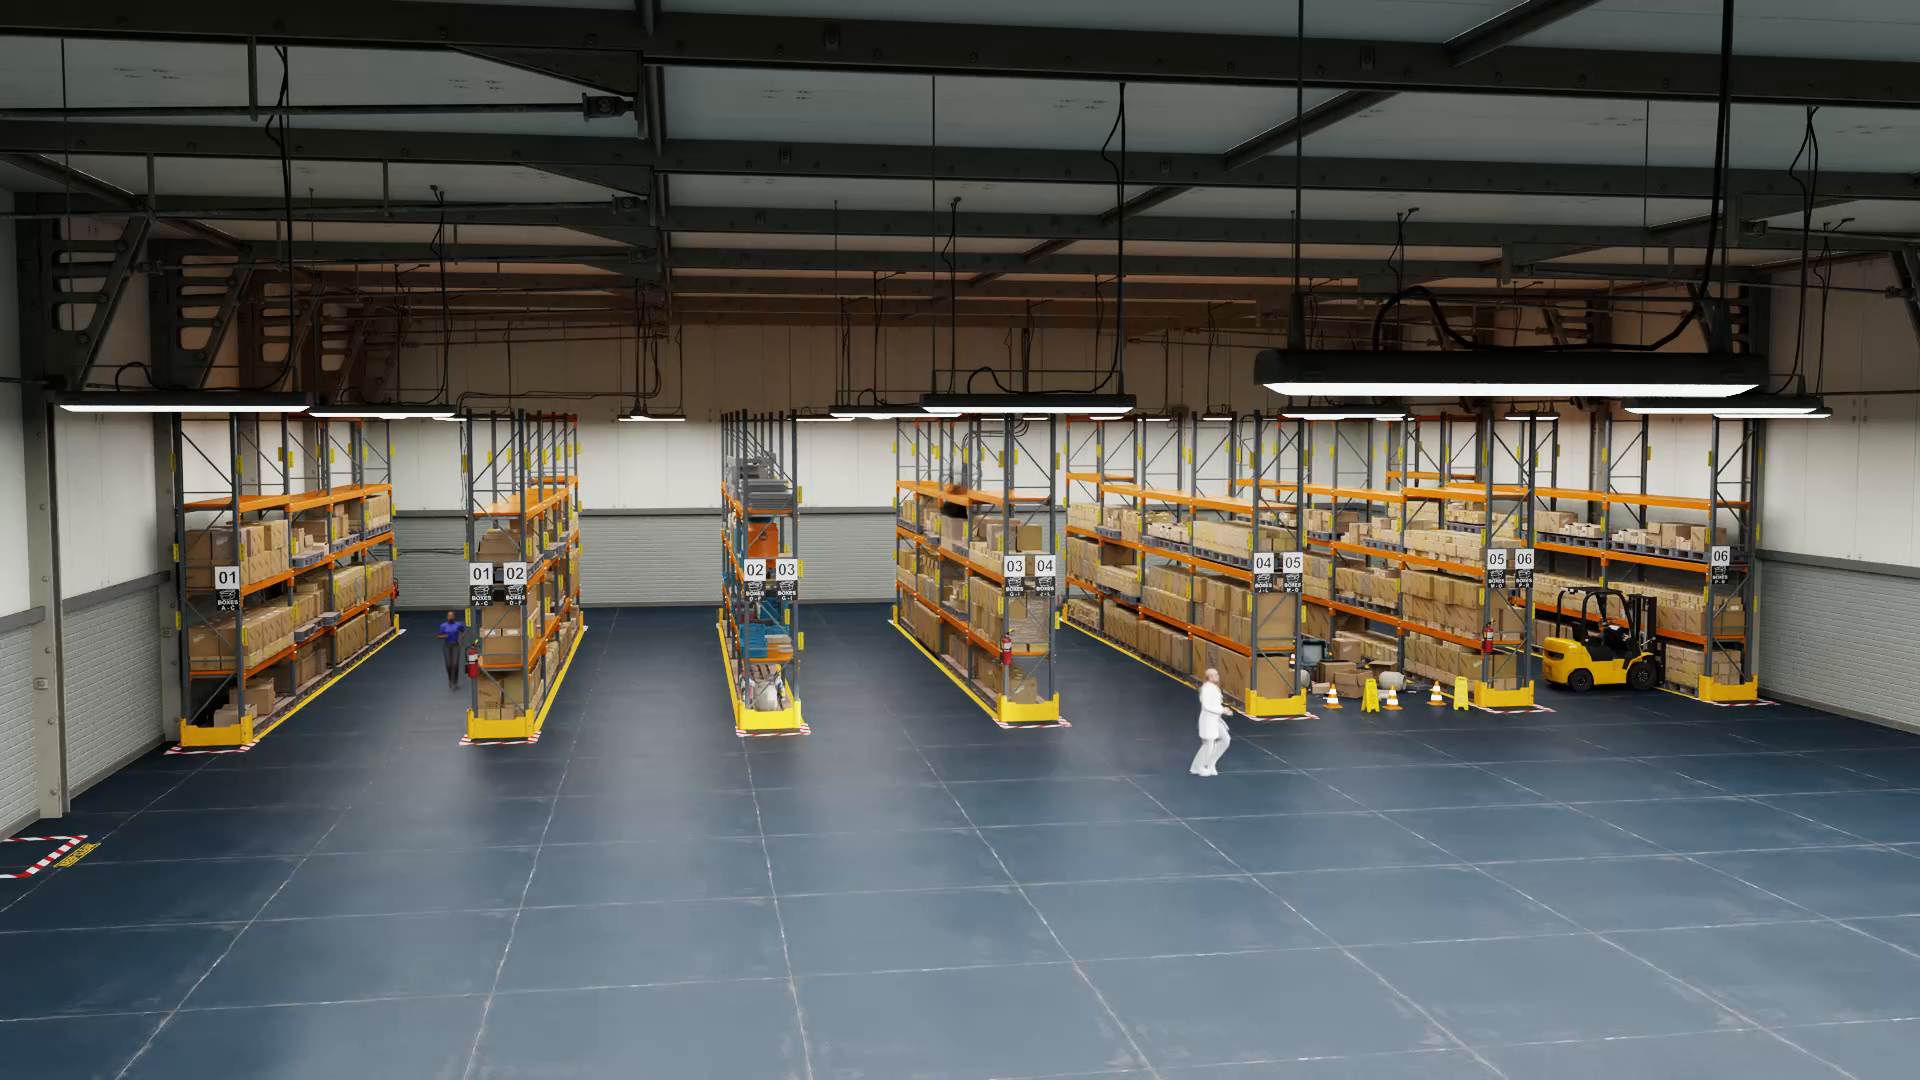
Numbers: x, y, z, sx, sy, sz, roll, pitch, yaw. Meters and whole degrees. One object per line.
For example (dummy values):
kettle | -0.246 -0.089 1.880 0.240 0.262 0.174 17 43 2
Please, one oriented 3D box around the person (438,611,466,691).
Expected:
person | -10.989 2.369 35.935 0.570 1.671 0.850 -1 4 -11

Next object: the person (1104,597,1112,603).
person | 4.318 1.409 49.700 0.491 1.699 0.776 3 5 34

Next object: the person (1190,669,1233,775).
person | 4.093 2.969 26.971 0.732 1.781 0.703 2 4 23

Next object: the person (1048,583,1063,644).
person | 2.265 1.866 41.665 0.651 1.754 0.889 -2 4 -23
